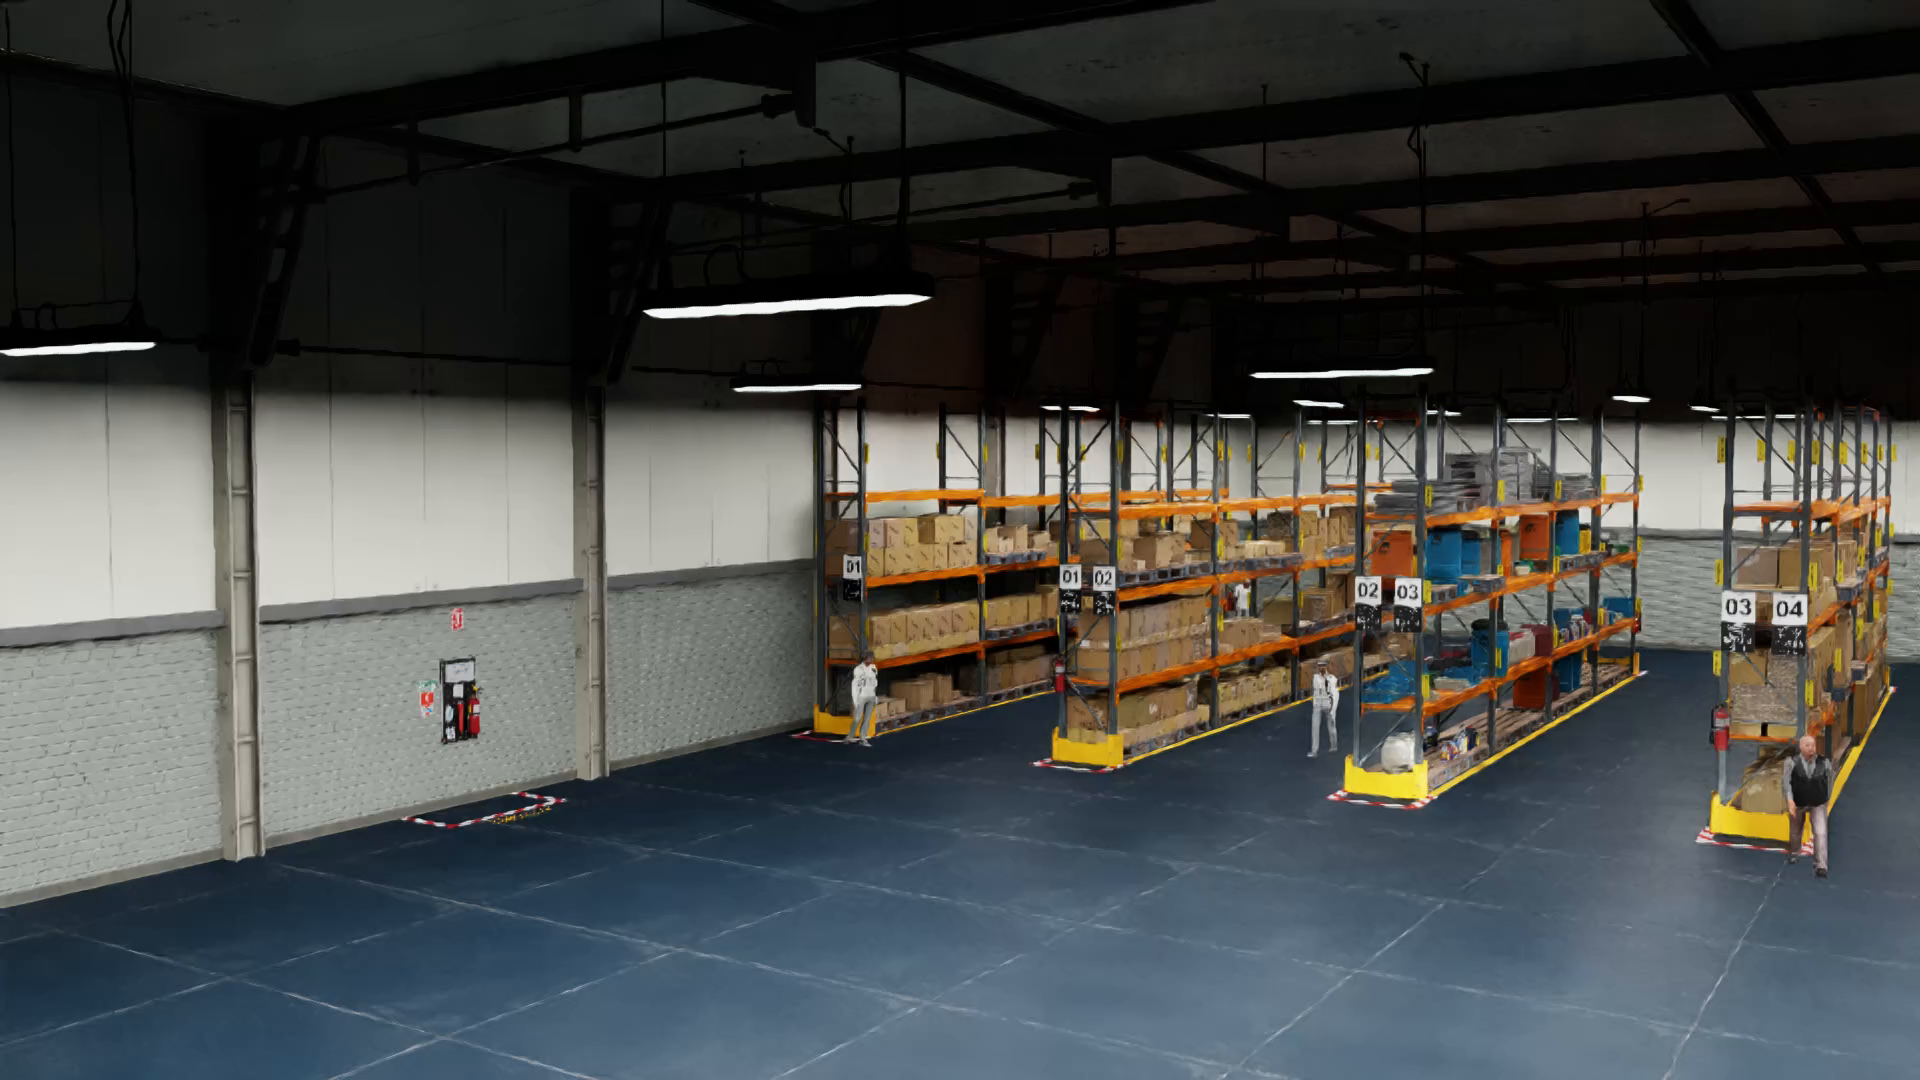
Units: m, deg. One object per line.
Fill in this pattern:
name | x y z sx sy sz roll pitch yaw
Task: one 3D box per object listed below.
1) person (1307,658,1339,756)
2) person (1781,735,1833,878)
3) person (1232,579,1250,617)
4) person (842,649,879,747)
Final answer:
person | 6.033 2.743 27.458 0.502 1.618 0.997 2 4 31
person | 10.076 3.125 19.787 0.564 1.647 1.088 1 3 23
person | 7.575 1.799 44.420 0.615 1.757 0.577 0 3 -3
person | -1.672 2.679 28.252 0.642 1.659 0.454 -2 3 -31
